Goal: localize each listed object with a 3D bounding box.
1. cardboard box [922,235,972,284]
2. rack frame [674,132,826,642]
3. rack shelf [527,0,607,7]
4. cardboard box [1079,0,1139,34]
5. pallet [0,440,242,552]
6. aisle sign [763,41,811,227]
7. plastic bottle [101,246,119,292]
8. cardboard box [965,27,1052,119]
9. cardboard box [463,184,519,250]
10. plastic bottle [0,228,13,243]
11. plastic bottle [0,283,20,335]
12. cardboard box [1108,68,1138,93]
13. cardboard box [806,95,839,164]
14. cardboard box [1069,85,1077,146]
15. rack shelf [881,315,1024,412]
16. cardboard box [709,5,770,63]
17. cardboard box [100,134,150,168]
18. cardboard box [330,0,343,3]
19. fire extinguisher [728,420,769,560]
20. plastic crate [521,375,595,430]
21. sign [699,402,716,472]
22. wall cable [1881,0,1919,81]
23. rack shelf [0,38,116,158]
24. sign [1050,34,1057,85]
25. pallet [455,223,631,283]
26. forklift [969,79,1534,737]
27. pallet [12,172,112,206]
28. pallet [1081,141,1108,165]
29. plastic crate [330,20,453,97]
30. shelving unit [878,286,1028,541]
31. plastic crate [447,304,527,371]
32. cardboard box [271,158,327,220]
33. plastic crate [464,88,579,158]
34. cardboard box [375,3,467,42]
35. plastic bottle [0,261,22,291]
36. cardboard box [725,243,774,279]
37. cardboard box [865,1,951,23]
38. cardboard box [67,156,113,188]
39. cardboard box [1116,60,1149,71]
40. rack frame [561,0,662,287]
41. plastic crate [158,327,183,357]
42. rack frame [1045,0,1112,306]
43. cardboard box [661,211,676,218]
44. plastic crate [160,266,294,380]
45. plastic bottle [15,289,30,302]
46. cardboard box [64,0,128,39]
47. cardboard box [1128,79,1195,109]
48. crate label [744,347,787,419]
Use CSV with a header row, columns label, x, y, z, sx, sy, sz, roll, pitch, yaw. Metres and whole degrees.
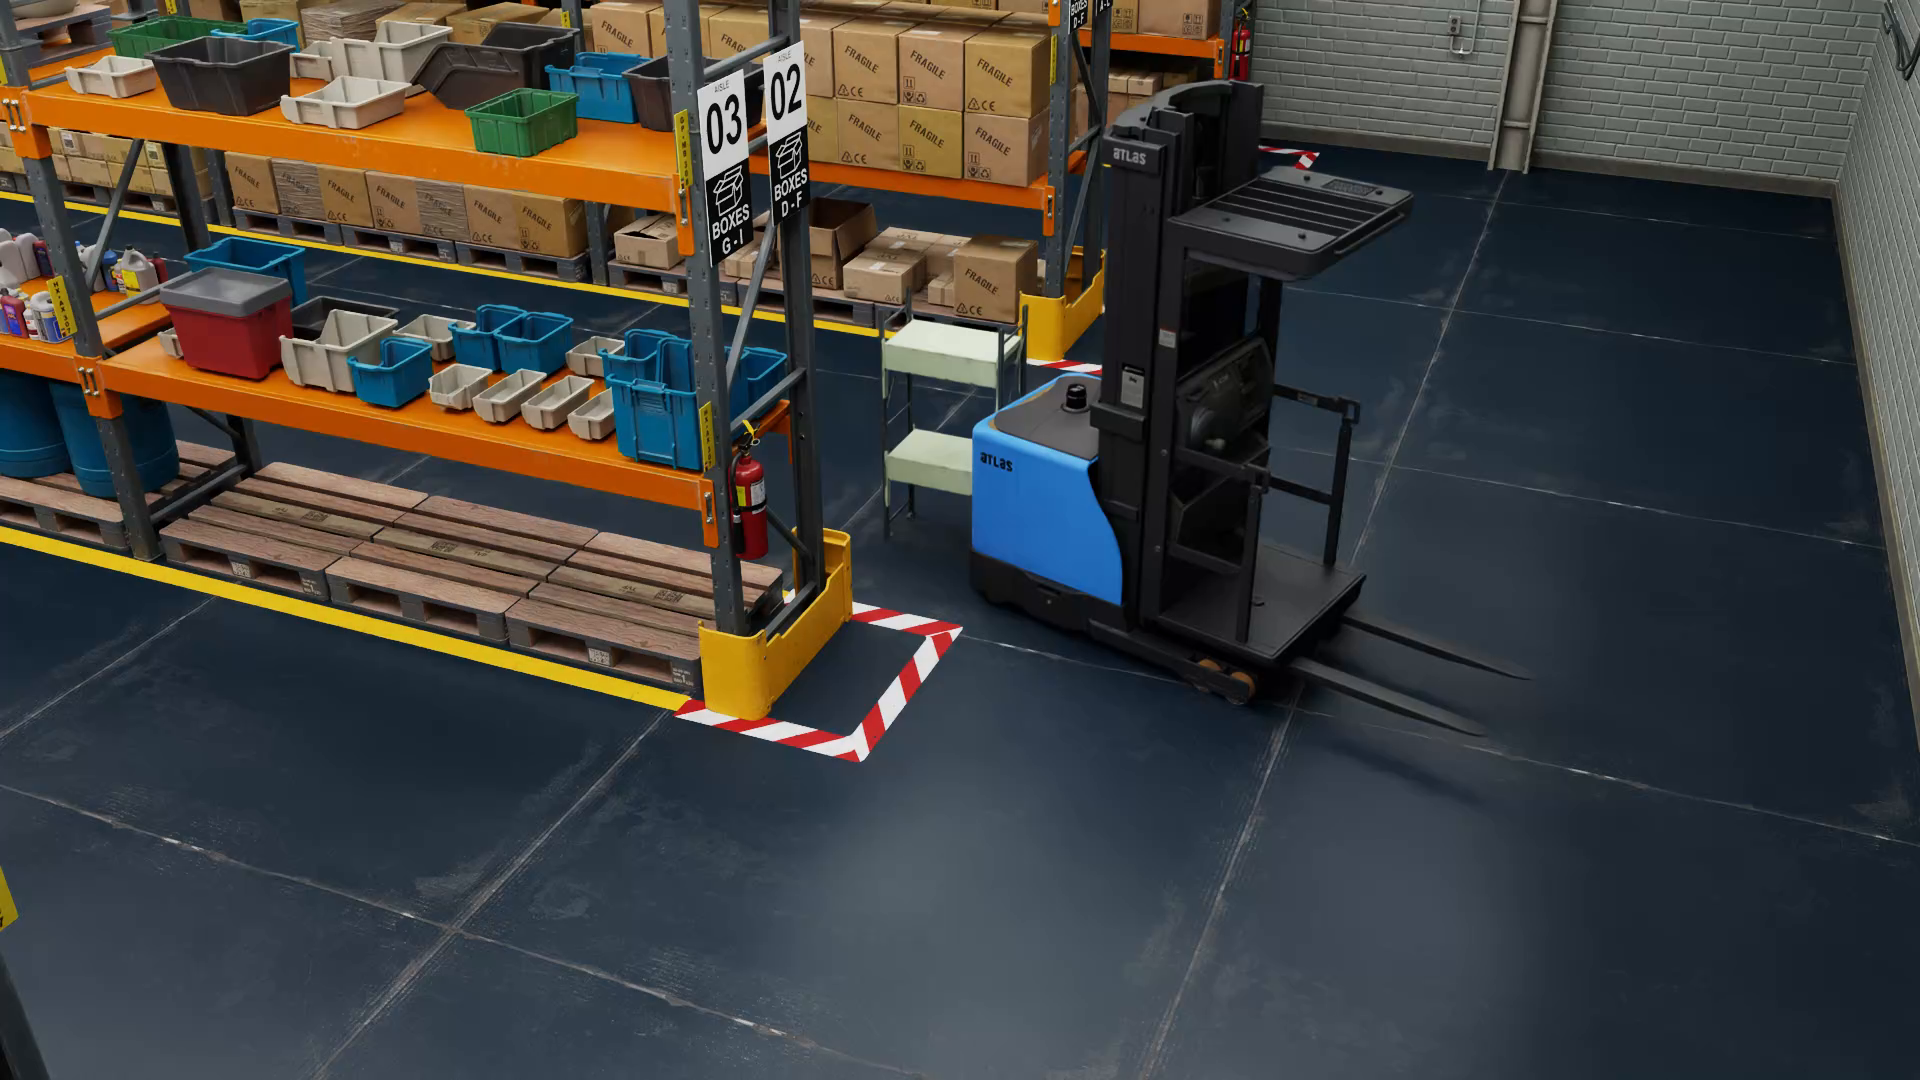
label,x,y,z,sx,sy,sz,roll,pitch,yaw
cardboard box,0.013,-2.240,13.424,0.500,0.250,0.500,11,31,19
rack frame,-0.992,-0.666,8.290,0.127,3.000,1.000,11,31,19
rack shelf,-2.827,-5.980,18.423,4.000,0.370,1.077,11,31,19
cardboard box,1.578,-5.533,16.596,0.700,0.700,0.980,11,31,19
pallet,-5.398,-0.353,10.572,1.213,0.211,1.003,11,31,19
aisle sign,-0.814,-1.919,7.867,0.004,0.787,0.394,11,31,19
plastic bottle,-5.206,-1.668,10.194,0.097,0.271,0.097,0,29,0
cardboard box,0.358,-3.359,11.938,0.500,0.500,0.500,11,31,19
cardboard box,-3.853,-2.823,14.200,0.500,0.500,0.500,11,31,19
plastic bottle,-6.057,-1.825,10.468,0.135,0.276,0.152,11,31,19
plastic bottle,-5.524,-1.345,9.618,0.135,0.276,0.152,11,31,19
cardboard box,1.622,-4.631,16.761,0.250,0.149,0.380,12,32,20
cardboard box,-1.053,-3.208,12.687,0.500,0.500,0.500,11,31,18
cardboard box,0.562,-3.169,12.618,0.500,0.500,0.500,12,32,20
rack shelf,-0.037,-1.009,9.630,0.720,0.370,0.431,12,32,20
cardboard box,-1.547,-3.736,12.605,0.500,0.500,0.500,10,31,18
cardboard box,-7.601,-3.711,15.476,0.500,0.311,0.500,11,31,18
cardboard box,-7.289,-6.624,20.163,0.500,0.250,0.500,11,31,18
fire extinguisher,-1.023,-0.234,7.985,0.183,0.674,0.296,11,31,19
plastic crate,-2.079,-0.705,8.568,0.243,0.136,0.396,11,31,19
sign,-1.184,-0.483,7.801,0.005,0.325,0.100,11,31,19
wall cable,7.839,-5.233,13.431,0.112,2.526,3.097,11,31,19
rack shelf,-6.552,-2.768,9.693,4.000,0.370,1.077,11,31,19
sign,0.647,-3.316,11.481,0.005,0.325,0.100,11,31,19
pallet,-3.601,-2.583,14.516,1.213,0.211,1.003,11,31,19
forklift,1.529,-0.717,8.450,3.031,2.935,1.130,21,35,32
pallet,-8.414,-3.586,16.291,1.213,0.211,1.003,11,31,19
pallet,1.962,-4.081,17.167,1.213,0.211,1.003,11,31,19
plastic crate,-2.930,-2.471,8.556,0.530,0.282,0.437,11,31,19
shelving unit,-0.037,-0.670,9.822,0.755,1.500,0.431,12,32,20
plastic crate,-2.595,-1.114,9.192,0.300,0.233,0.416,11,31,19
cardboard box,-5.738,-3.198,14.864,0.500,0.500,0.500,10,31,17
plastic crate,-2.013,-1.931,7.697,0.336,0.188,0.450,11,31,19
cardboard box,-4.493,-4.188,13.995,0.500,0.500,0.700,4,30,6
plastic bottle,-5.619,-1.471,9.765,0.185,0.351,0.144,11,31,19
cardboard box,-1.720,-2.290,13.596,0.250,0.166,0.380,11,31,19
cardboard box,-0.387,-3.793,12.705,0.500,0.500,0.500,12,32,20
cardboard box,-8.062,-3.563,15.785,0.500,0.250,0.500,12,32,20
cardboard box,1.768,-4.805,17.068,0.250,0.149,0.380,11,31,19
rack frame,-2.833,-3.663,13.594,0.127,3.000,1.000,11,31,19
plastic crate,-4.321,-1.166,9.382,0.243,0.136,0.396,11,31,19
rack frame,0.874,-2.923,12.285,0.127,3.000,1.000,11,31,19
cardboard box,-2.198,-2.791,14.143,0.500,0.500,0.500,11,31,19
plastic crate,-3.965,-1.180,9.075,0.583,0.464,0.402,11,31,19
plastic bottle,-5.494,-1.372,9.743,0.097,0.201,0.097,0,29,0
cardboard box,-8.100,-4.750,15.415,0.500,0.500,0.500,10,31,16
cardboard box,2.047,-4.361,16.942,0.500,0.500,0.700,11,31,19
crate label,-1.097,-0.815,8.663,0.303,0.233,0.416,11,31,19
